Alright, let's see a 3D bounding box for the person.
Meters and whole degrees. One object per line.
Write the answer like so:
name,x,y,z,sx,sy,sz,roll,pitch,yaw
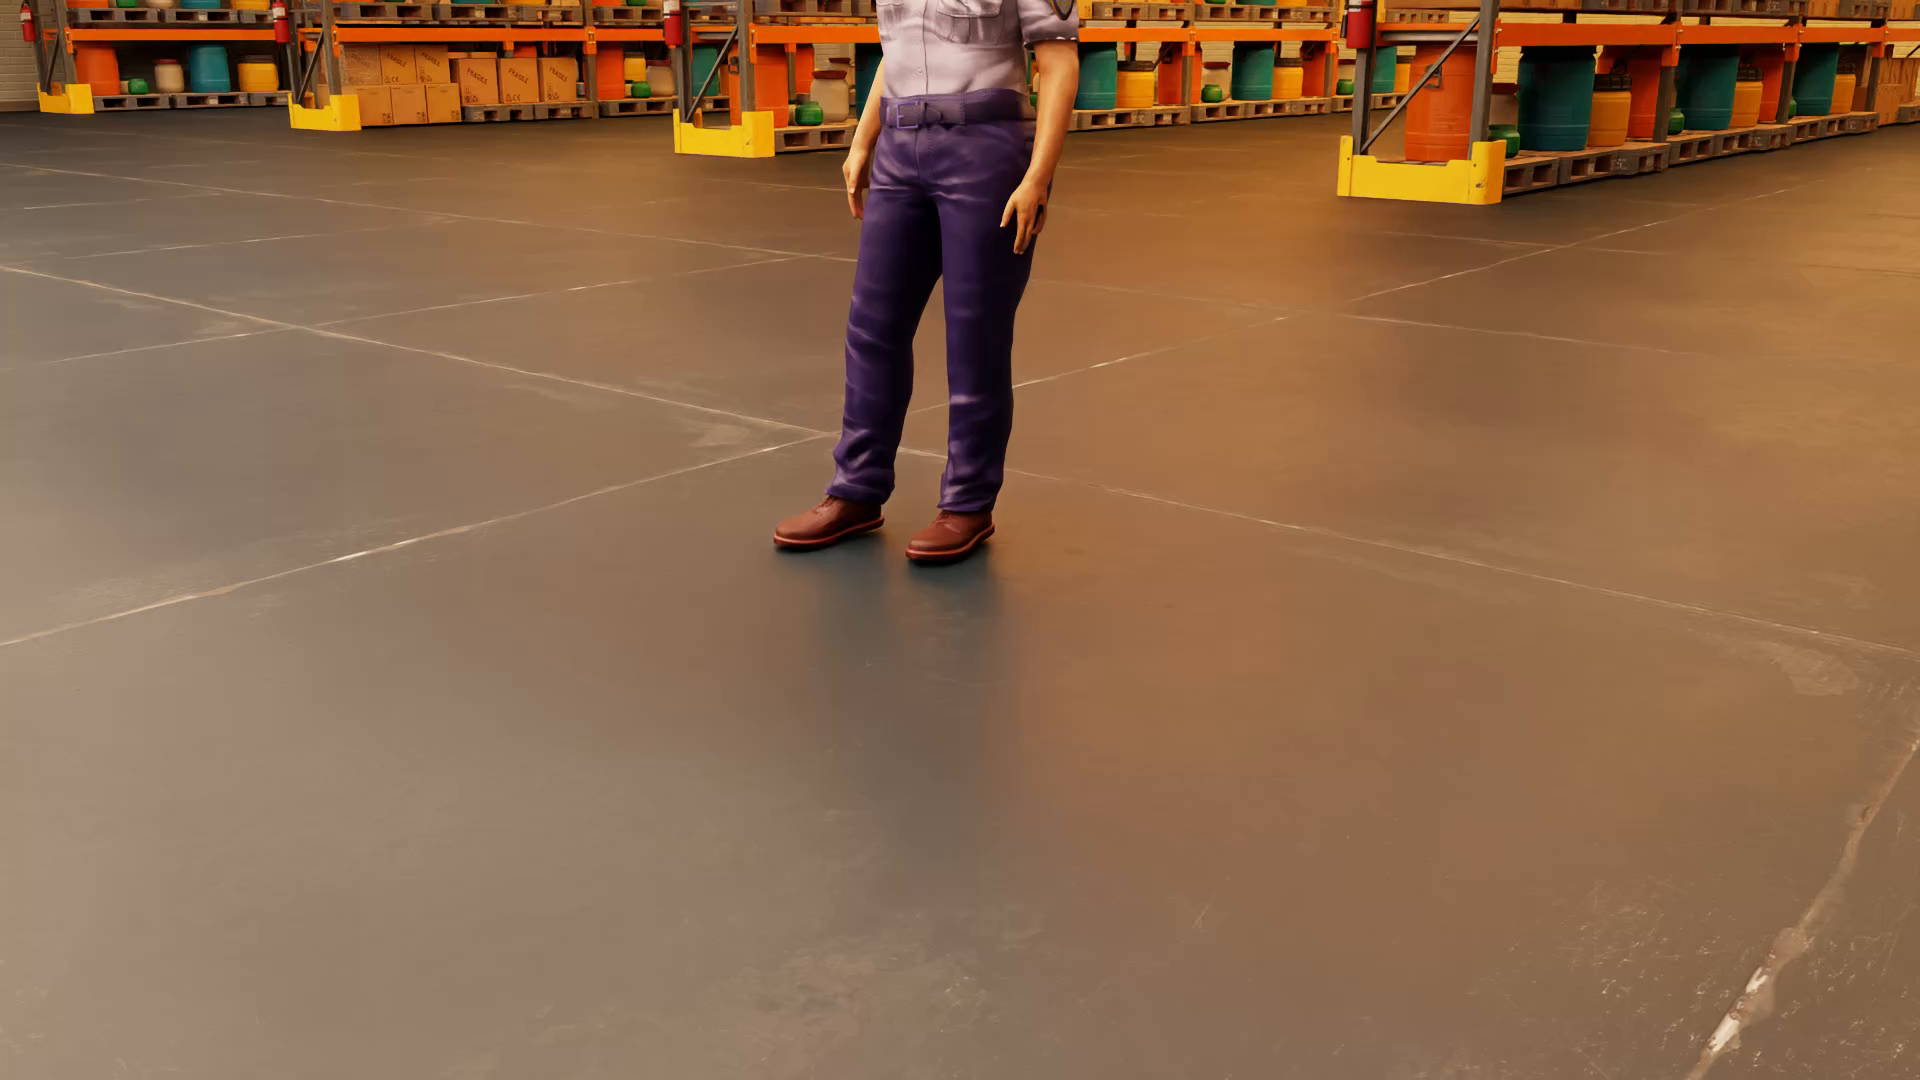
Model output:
person,-0.075,-0.779,3.648,0.598,1.651,0.502,13,21,37
